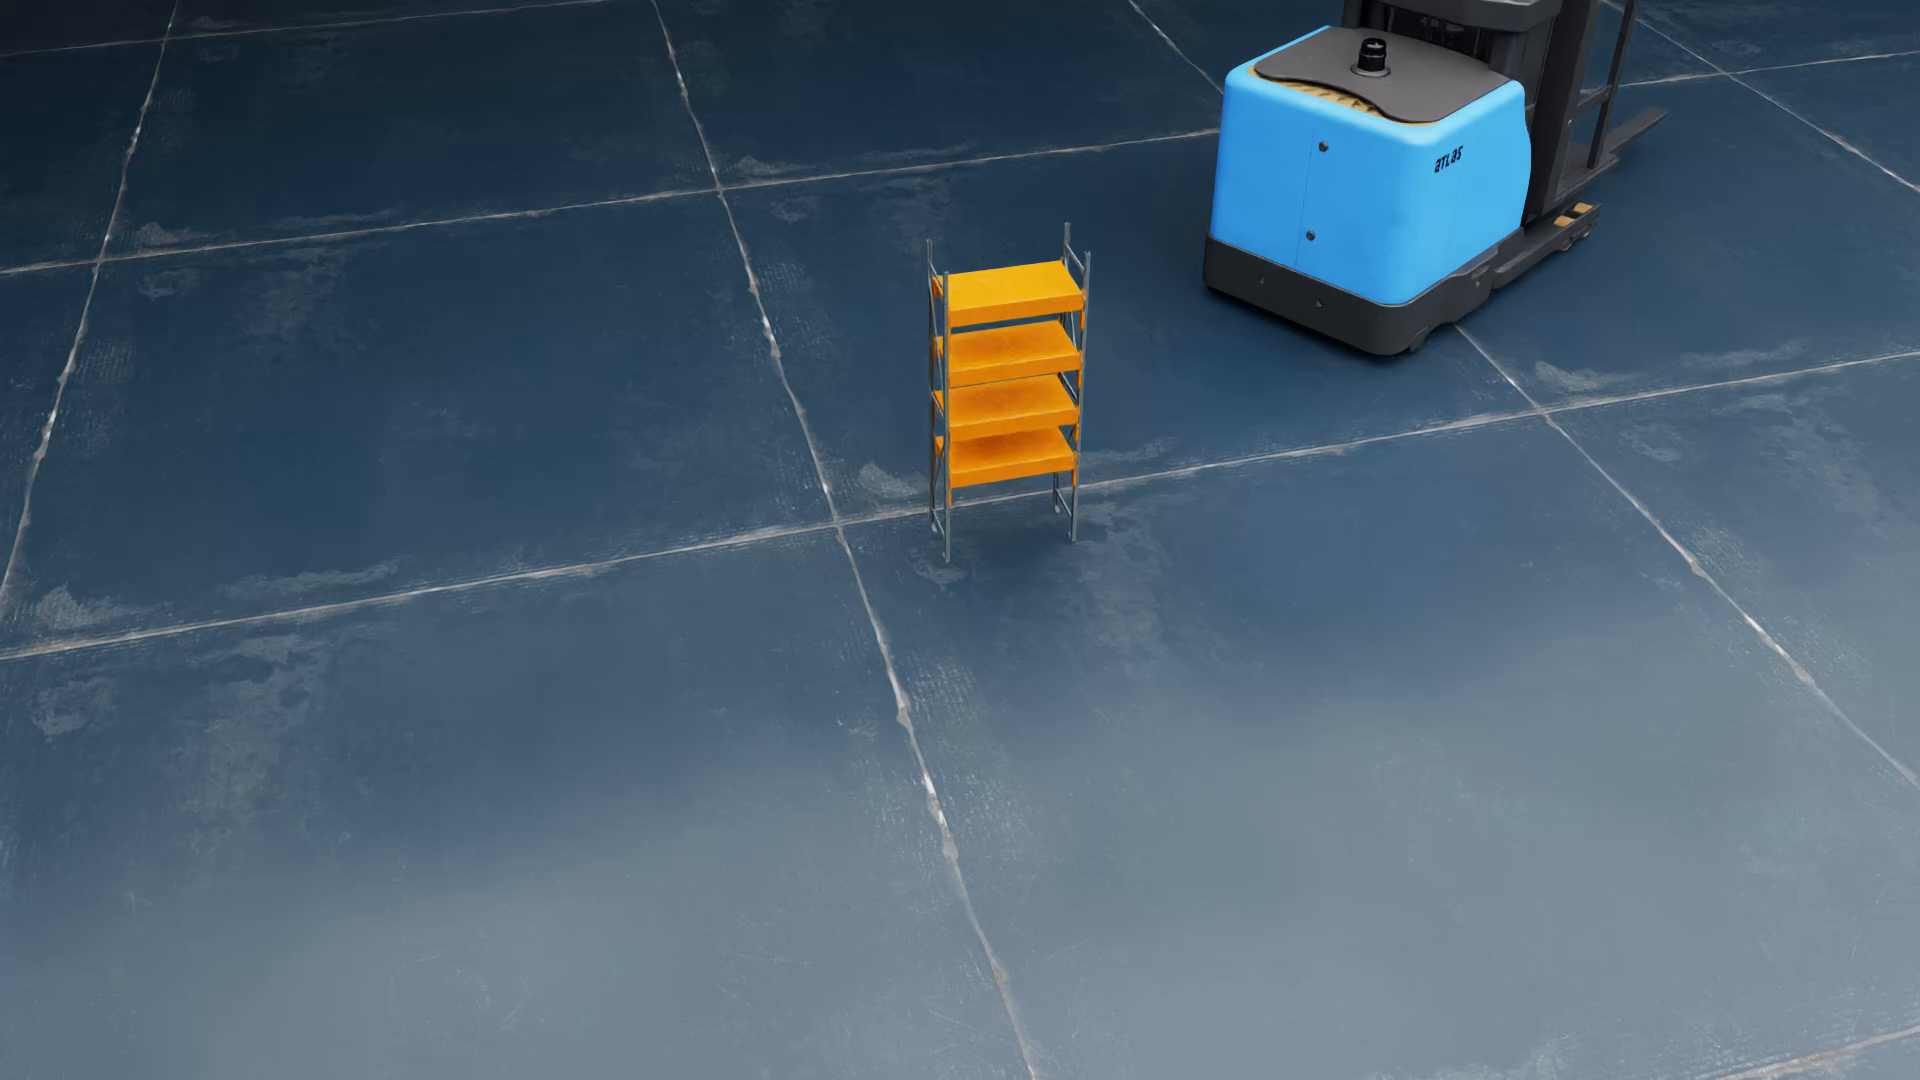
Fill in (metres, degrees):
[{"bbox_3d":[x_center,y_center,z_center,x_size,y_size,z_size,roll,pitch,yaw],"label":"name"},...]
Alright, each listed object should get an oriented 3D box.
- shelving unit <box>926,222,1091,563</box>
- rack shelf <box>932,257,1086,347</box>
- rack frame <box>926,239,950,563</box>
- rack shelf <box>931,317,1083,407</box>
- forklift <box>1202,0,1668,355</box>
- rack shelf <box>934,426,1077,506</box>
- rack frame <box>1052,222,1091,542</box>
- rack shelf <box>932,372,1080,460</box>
[{"bbox_3d":[0.160,-0.503,5.920,0.503,1.200,0.258,-9,38,-12],"label":"shelving unit"},{"bbox_3d":[0.160,-0.815,5.681,0.480,0.148,0.258,-9,38,-12],"label":"rack shelf"},{"bbox_3d":[-0.076,-0.464,5.869,0.015,1.200,0.240,-9,38,-12],"label":"rack frame"},{"bbox_3d":[0.160,-0.627,5.825,0.480,0.148,0.258,-9,38,-12],"label":"rack shelf"},{"bbox_3d":[2.503,-2.762,7.448,1.130,2.935,3.031,30,47,33],"label":"forklift"},{"bbox_3d":[0.160,-0.292,6.081,0.480,0.148,0.258,-9,38,-12],"label":"rack shelf"},{"bbox_3d":[0.395,-0.541,5.970,0.015,1.200,0.240,-9,38,-12],"label":"rack frame"},{"bbox_3d":[0.160,-0.449,5.961,0.480,0.148,0.258,-9,38,-12],"label":"rack shelf"}]
